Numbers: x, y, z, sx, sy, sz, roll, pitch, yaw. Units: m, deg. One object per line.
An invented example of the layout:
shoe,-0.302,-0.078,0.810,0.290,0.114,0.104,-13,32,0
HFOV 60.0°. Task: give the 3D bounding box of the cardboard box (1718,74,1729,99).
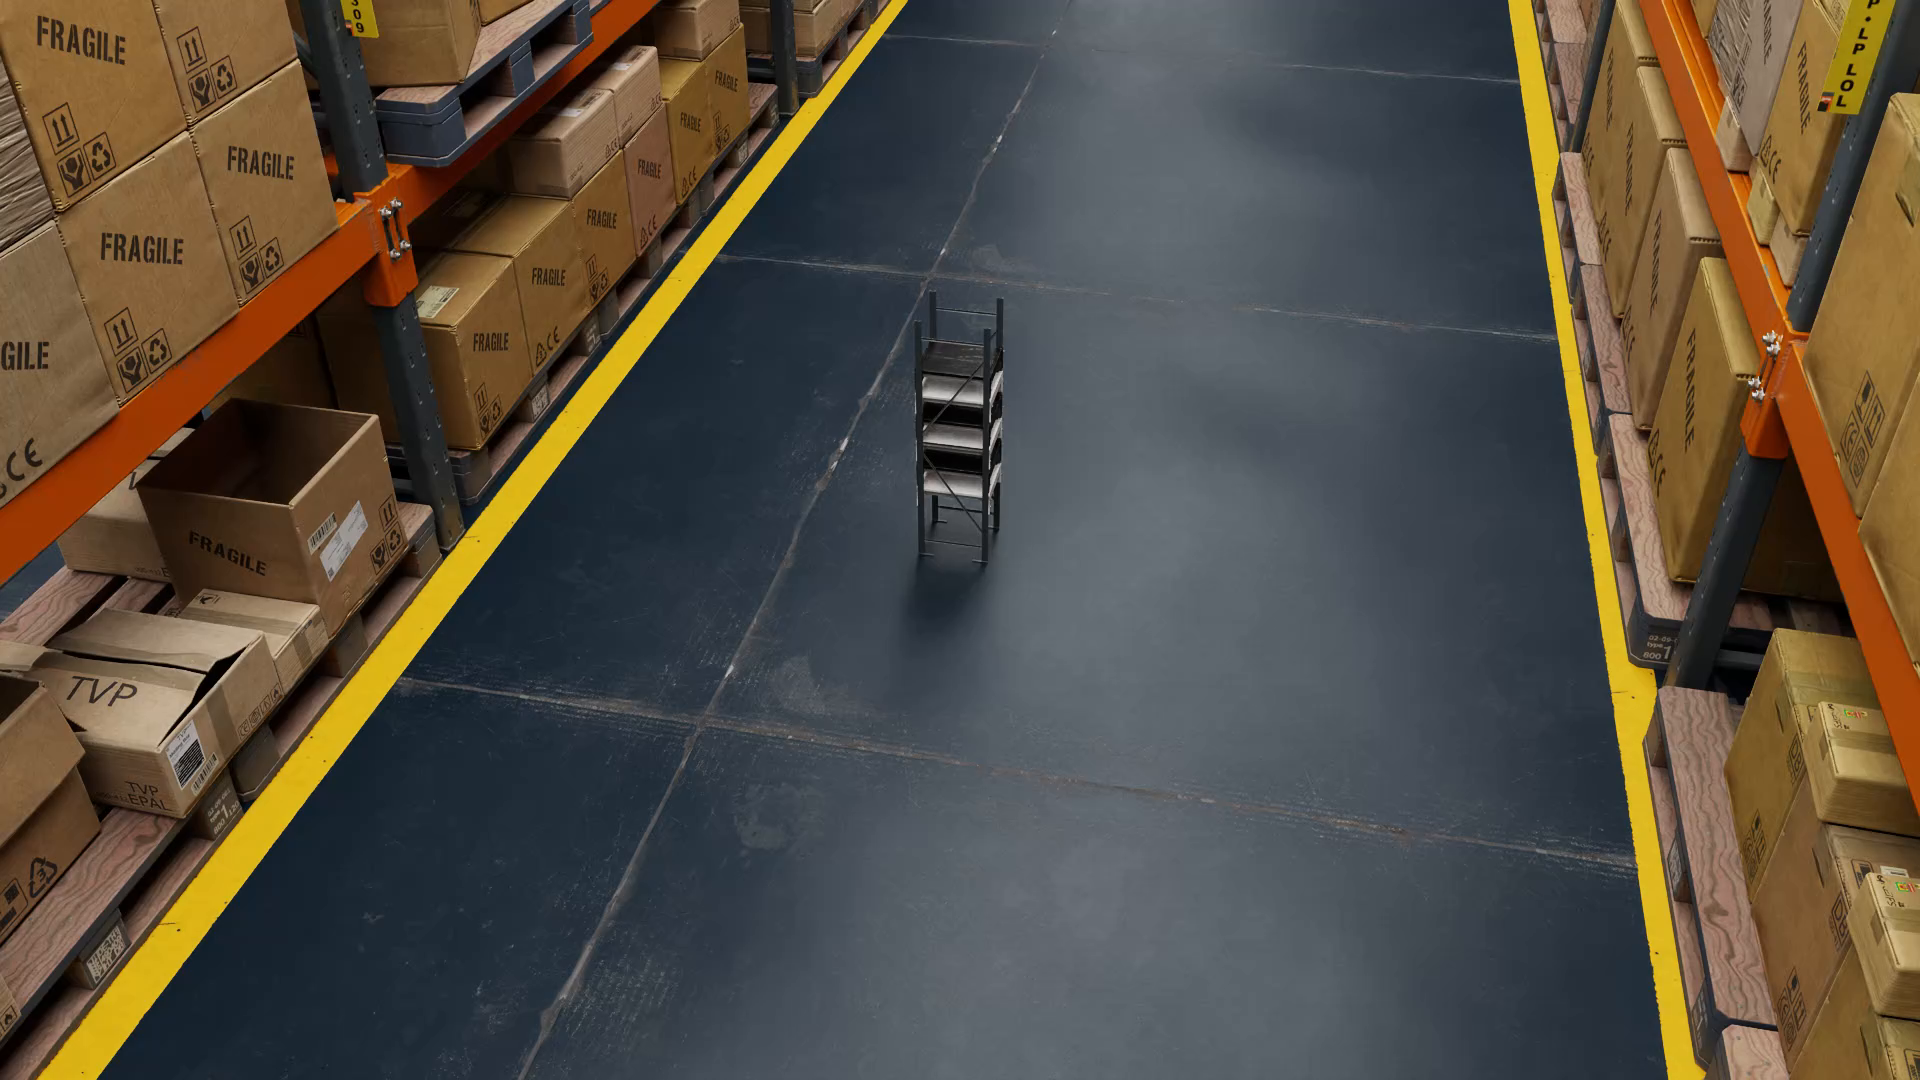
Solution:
cardboard box,2.731,-1.506,5.469,0.380,0.149,0.250,6,36,9

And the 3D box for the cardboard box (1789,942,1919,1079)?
cardboard box,2.139,1.192,3.322,0.700,0.500,0.500,8,37,11

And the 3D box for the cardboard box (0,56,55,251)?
cardboard box,-2.289,-0.807,3.370,0.500,0.500,0.500,8,37,10

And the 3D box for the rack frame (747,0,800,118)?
rack frame,-1.365,-3.560,8.105,1.000,3.000,0.127,7,37,10

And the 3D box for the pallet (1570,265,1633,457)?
pallet,2.971,-0.672,6.497,1.003,0.211,1.213,7,37,10

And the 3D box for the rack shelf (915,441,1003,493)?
rack shelf,-0.002,-0.260,5.552,0.258,0.077,0.200,7,37,10

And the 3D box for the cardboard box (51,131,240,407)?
cardboard box,-2.184,-0.693,4.064,0.500,0.500,0.500,8,37,11

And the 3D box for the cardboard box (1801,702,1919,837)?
cardboard box,2.110,0.521,3.694,0.380,0.149,0.250,8,37,12

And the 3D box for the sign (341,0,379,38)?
sign,-1.687,-1.553,4.600,0.100,0.325,0.005,7,37,10

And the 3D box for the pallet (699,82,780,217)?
pallet,-1.561,-2.007,8.340,1.003,0.211,1.213,7,37,10

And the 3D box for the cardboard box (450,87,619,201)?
cardboard box,-1.664,-1.556,6.457,0.500,0.250,0.500,7,37,10

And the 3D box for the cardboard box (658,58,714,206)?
cardboard box,-1.446,-1.863,7.520,0.500,0.500,0.500,6,36,8

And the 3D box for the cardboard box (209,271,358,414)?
cardboard box,-2.394,-0.751,5.986,0.500,0.500,0.500,7,37,10

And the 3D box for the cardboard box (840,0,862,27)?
cardboard box,-0.859,-3.168,9.550,0.500,0.250,0.500,6,36,9

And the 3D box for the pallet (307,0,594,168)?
pallet,-1.942,-1.633,5.611,1.003,0.211,1.213,7,37,10

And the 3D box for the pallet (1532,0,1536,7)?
pallet,4.165,-3.659,10.618,1.003,0.211,1.213,7,37,10

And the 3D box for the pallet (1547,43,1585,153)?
pallet,3.644,-2.260,8.688,1.003,0.211,1.213,7,37,10

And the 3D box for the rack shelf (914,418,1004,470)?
rack shelf,-0.002,-0.333,5.499,0.258,0.077,0.200,7,37,10

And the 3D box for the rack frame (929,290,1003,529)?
rack frame,0.020,-0.418,5.560,0.240,0.900,0.006,7,37,10

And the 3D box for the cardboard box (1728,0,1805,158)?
cardboard box,2.573,-1.407,4.779,0.500,0.500,0.500,8,37,10

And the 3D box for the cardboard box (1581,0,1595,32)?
cardboard box,3.880,-3.095,9.220,0.700,0.500,0.500,7,37,10

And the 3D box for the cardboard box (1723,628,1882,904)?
cardboard box,2.361,0.610,4.124,0.700,0.500,0.500,8,37,11

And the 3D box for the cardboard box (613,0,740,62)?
cardboard box,-1.343,-2.431,7.664,0.500,0.250,0.500,9,37,12

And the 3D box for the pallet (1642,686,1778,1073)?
pallet,2.382,0.908,4.318,1.003,0.211,1.213,7,37,10

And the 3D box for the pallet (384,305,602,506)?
pallet,-2.082,-0.608,6.410,1.003,0.211,1.213,7,37,10

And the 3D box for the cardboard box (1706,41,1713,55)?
cardboard box,2.862,-1.807,5.884,0.380,0.149,0.250,8,37,10

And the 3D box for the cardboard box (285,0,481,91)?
cardboard box,-1.899,-1.721,5.125,0.700,0.500,0.500,-4,36,-6

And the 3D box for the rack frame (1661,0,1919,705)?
rack frame,2.621,-0.648,4.088,1.000,3.000,0.127,7,37,10

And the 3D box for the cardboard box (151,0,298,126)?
cardboard box,-2.074,-1.389,4.174,0.500,0.500,0.500,7,37,10

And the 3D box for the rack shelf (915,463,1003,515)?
rack shelf,-0.002,-0.187,5.605,0.258,0.077,0.200,7,37,10

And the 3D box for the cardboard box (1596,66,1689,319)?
cardboard box,2.997,-1.334,6.509,0.750,0.750,0.750,7,37,10

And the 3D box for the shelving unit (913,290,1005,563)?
shelving unit,-0.002,-0.360,5.480,0.258,0.900,0.210,7,37,10

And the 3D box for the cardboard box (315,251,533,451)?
cardboard box,-1.878,-0.679,5.886,0.500,0.500,0.500,6,36,8

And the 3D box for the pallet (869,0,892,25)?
pallet,-0.888,-3.595,10.530,1.003,0.211,1.213,7,37,10

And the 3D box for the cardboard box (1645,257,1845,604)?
cardboard box,2.633,-0.336,5.132,0.750,0.750,0.750,8,37,11

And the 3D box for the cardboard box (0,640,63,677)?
cardboard box,-2.695,0.413,4.663,0.380,0.166,0.250,7,37,10

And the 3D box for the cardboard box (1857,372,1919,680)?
cardboard box,2.328,-0.042,2.997,0.980,0.700,0.700,6,36,9

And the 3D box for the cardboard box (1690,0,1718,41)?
cardboard box,2.790,-1.981,5.571,0.500,0.500,0.500,8,37,11

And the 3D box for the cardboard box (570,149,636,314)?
cardboard box,-1.661,-1.272,6.704,0.500,0.500,0.500,8,37,11

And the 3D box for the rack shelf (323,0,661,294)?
rack shelf,-1.792,-2.122,6.735,1.077,0.370,4.000,7,37,10

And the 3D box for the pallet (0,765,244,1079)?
pallet,-2.625,0.958,4.249,1.003,0.211,1.213,7,37,10

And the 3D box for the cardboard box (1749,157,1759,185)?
cardboard box,2.547,-1.074,4.873,0.380,0.149,0.250,8,37,11

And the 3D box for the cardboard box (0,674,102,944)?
cardboard box,-2.615,0.644,4.058,0.797,0.503,0.637,7,37,10

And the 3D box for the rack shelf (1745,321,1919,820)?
rack shelf,2.194,0.790,2.717,1.077,0.370,4.000,7,37,10

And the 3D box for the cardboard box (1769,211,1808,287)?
cardboard box,2.417,-0.783,4.472,0.380,0.149,0.250,8,37,10

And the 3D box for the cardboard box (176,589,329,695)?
cardboard box,-2.085,0.294,4.842,0.380,0.149,0.250,7,37,10
